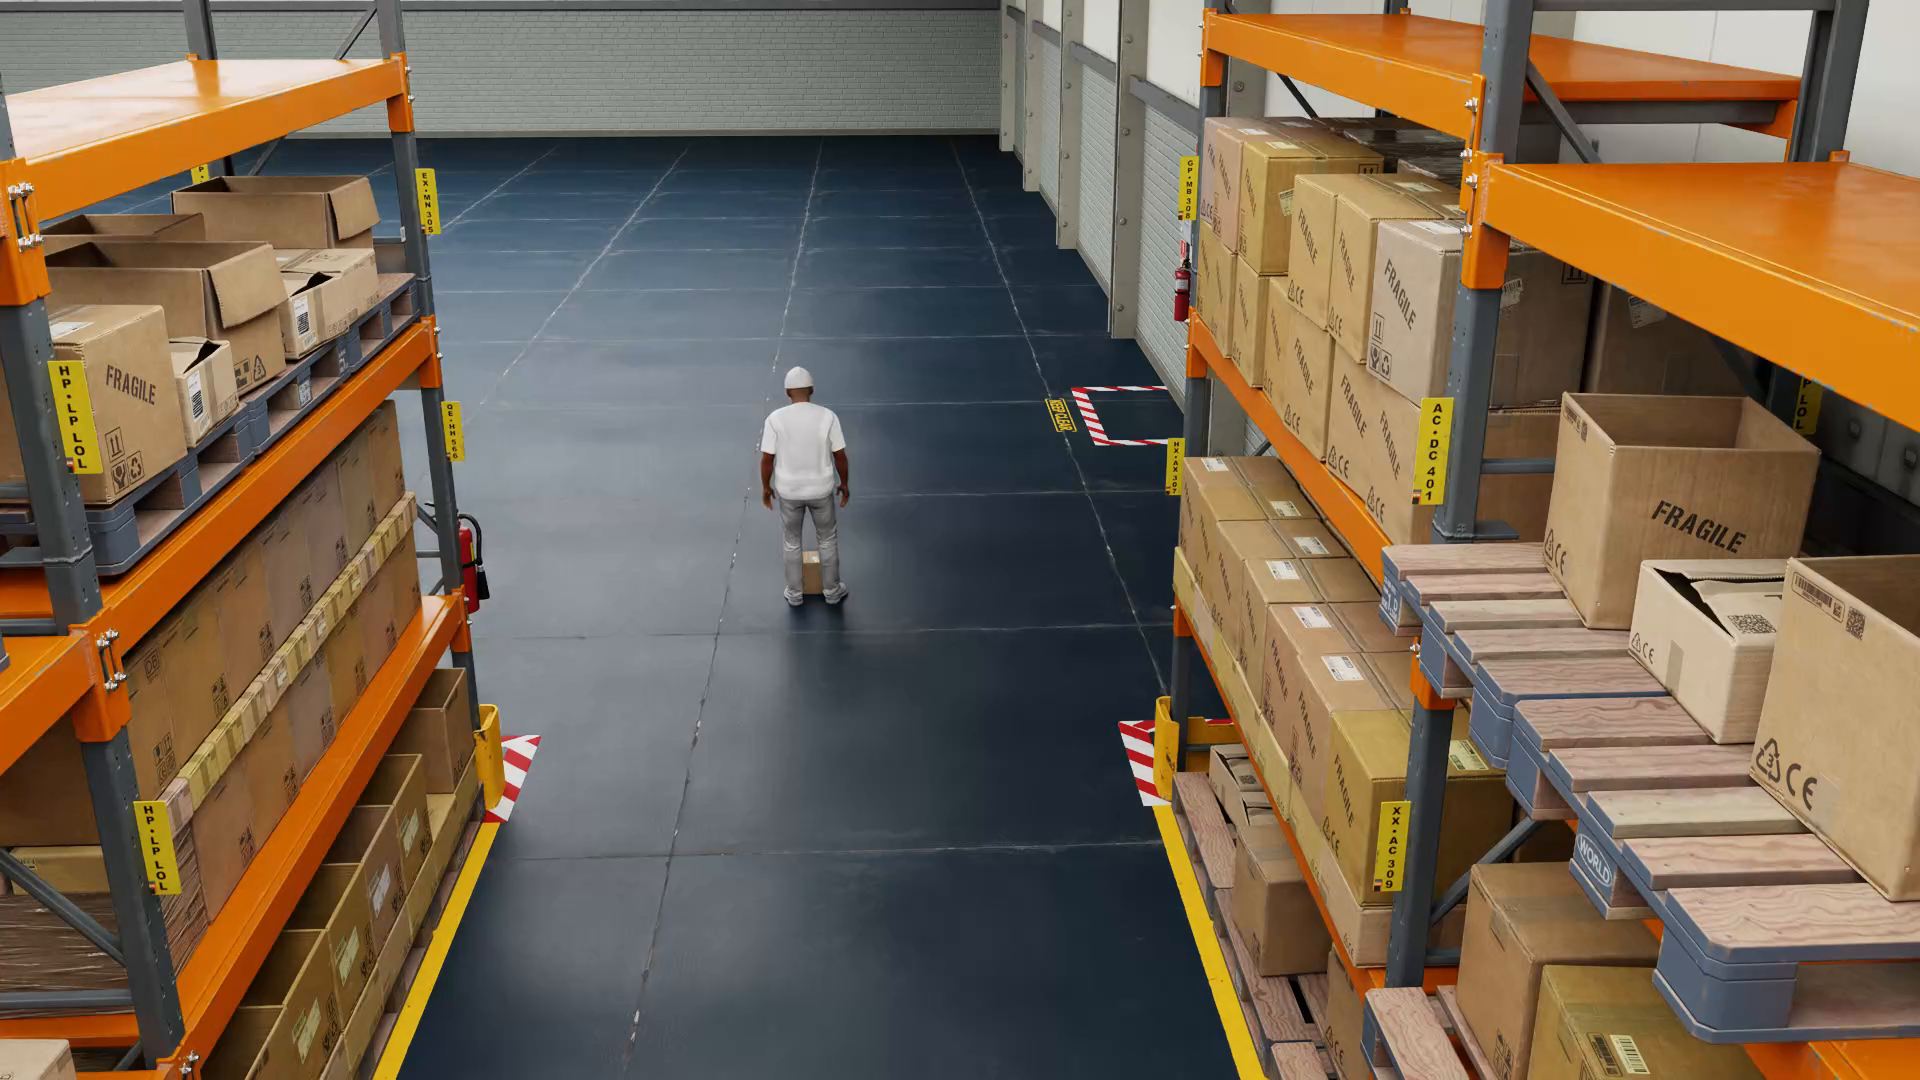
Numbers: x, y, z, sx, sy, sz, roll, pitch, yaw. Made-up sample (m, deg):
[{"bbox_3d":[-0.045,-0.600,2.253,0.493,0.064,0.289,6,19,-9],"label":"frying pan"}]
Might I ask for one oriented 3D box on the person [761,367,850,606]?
[{"bbox_3d":[-1.121,-0.385,12.093,0.635,1.760,0.462,-2,20,-4],"label":"person"}]
